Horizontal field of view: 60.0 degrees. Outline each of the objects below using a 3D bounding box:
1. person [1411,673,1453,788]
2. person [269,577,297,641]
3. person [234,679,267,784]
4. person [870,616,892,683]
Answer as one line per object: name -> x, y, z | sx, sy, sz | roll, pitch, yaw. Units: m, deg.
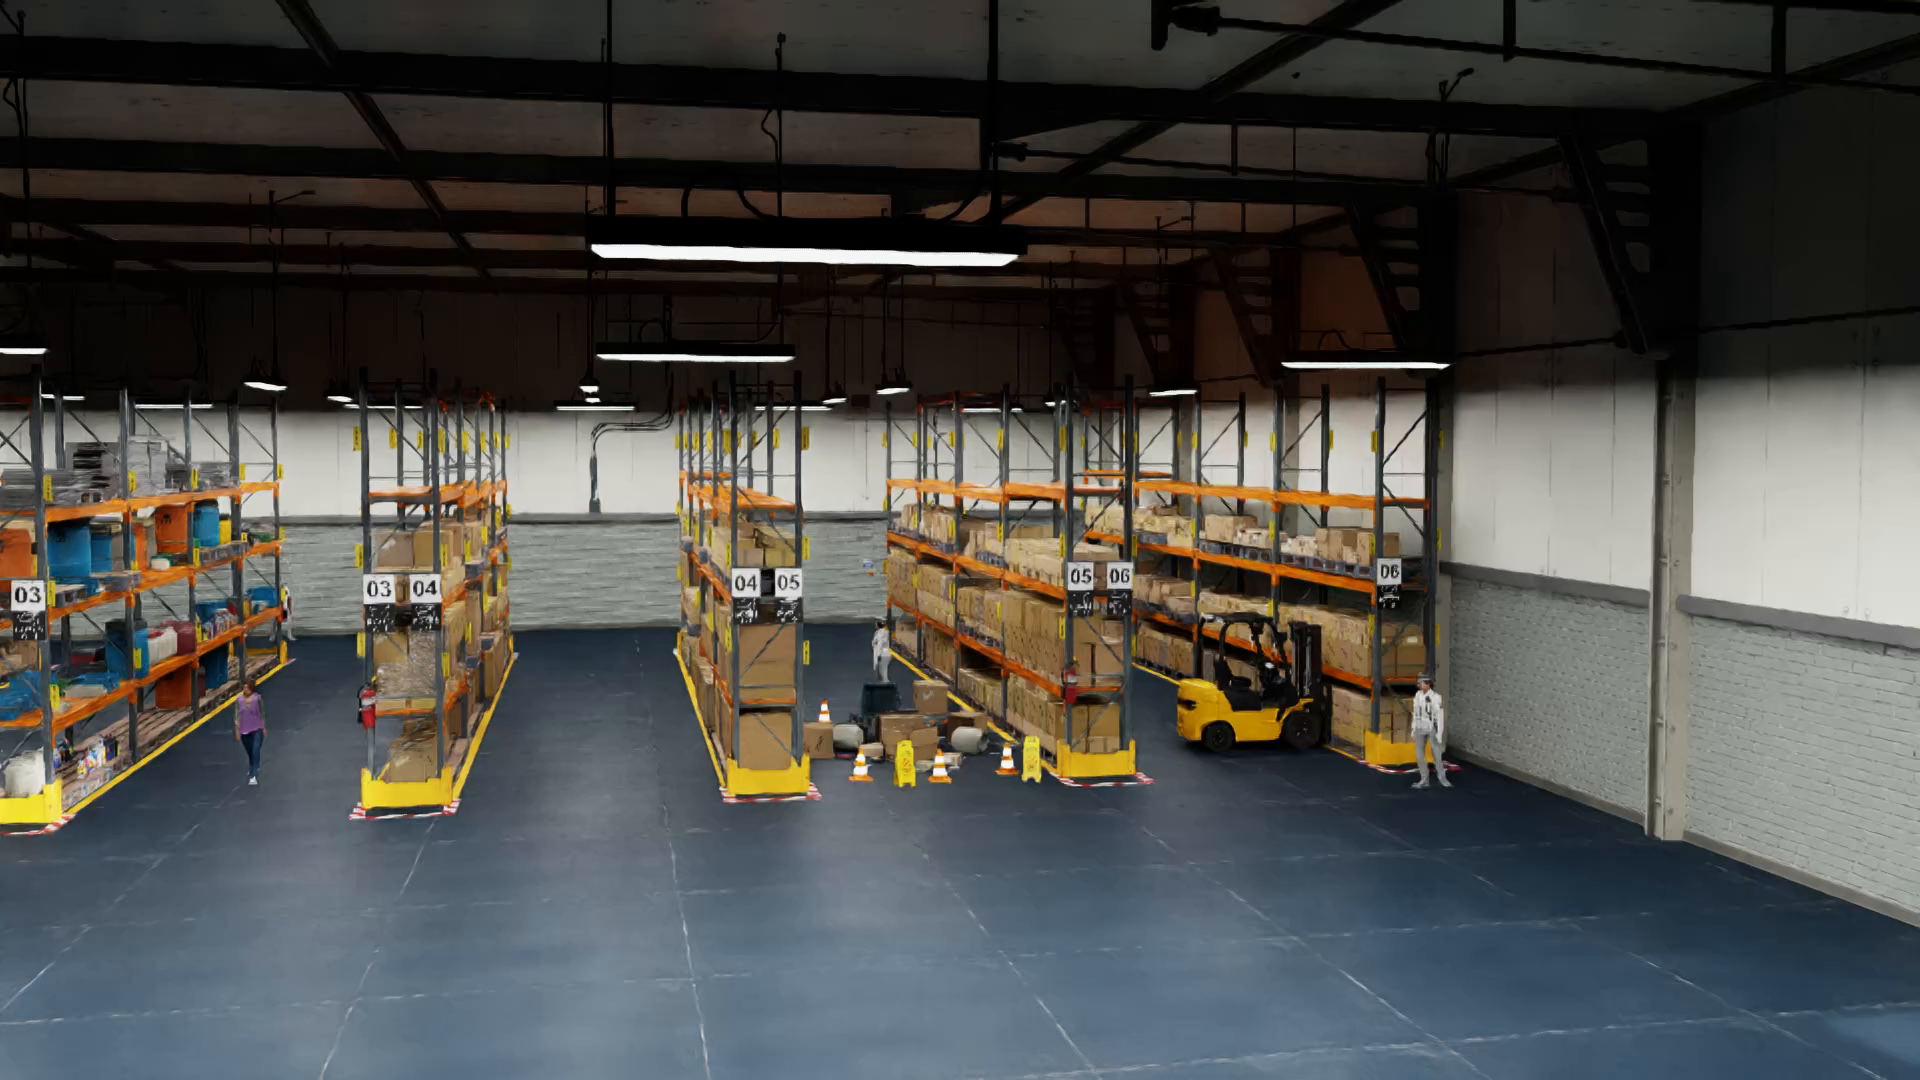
person -> 6.809, 2.747, 24.073 | 0.508, 1.667, 0.570 | -3, 4, -39
person -> -16.953, 1.717, 41.541 | 0.617, 1.609, 0.812 | -2, 4, -30
person -> -10.422, 2.831, 24.400 | 0.417, 1.407, 1.037 | -1, 3, -10
person -> -1.513, 2.278, 31.526 | 0.544, 1.667, 0.571 | 1, 4, 15
